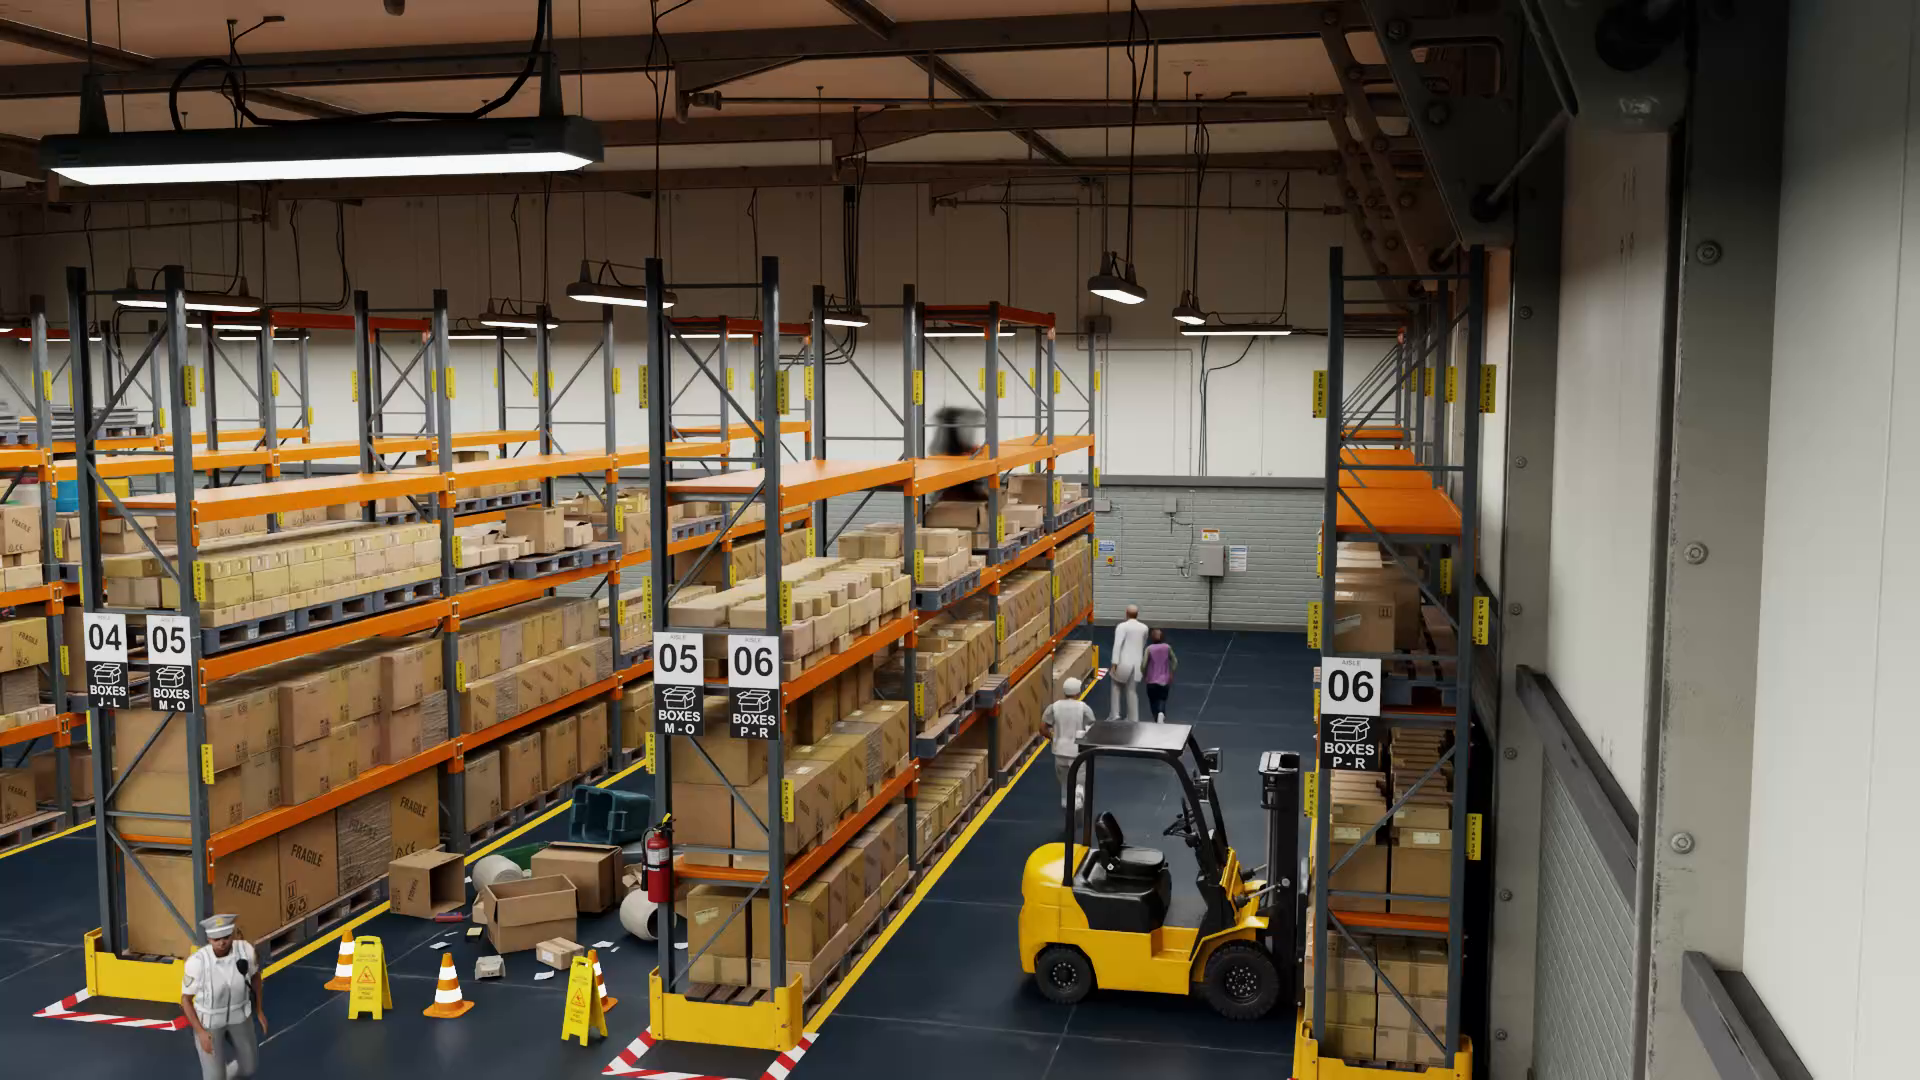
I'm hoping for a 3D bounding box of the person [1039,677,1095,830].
[{"bbox_3d":[1.215,2.420,18.642,0.656,1.761,0.684,2,6,16],"label":"person"}]

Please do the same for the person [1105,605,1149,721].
[{"bbox_3d":[2.464,1.847,24.224,0.616,1.791,0.627,-1,6,-9],"label":"person"}]

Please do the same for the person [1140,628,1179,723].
[{"bbox_3d":[2.830,2.024,23.586,0.547,1.530,0.512,0,6,0],"label":"person"}]

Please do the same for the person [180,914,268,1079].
[{"bbox_3d":[-5.005,3.233,11.248,0.553,1.605,0.732,-5,8,-43],"label":"person"}]
